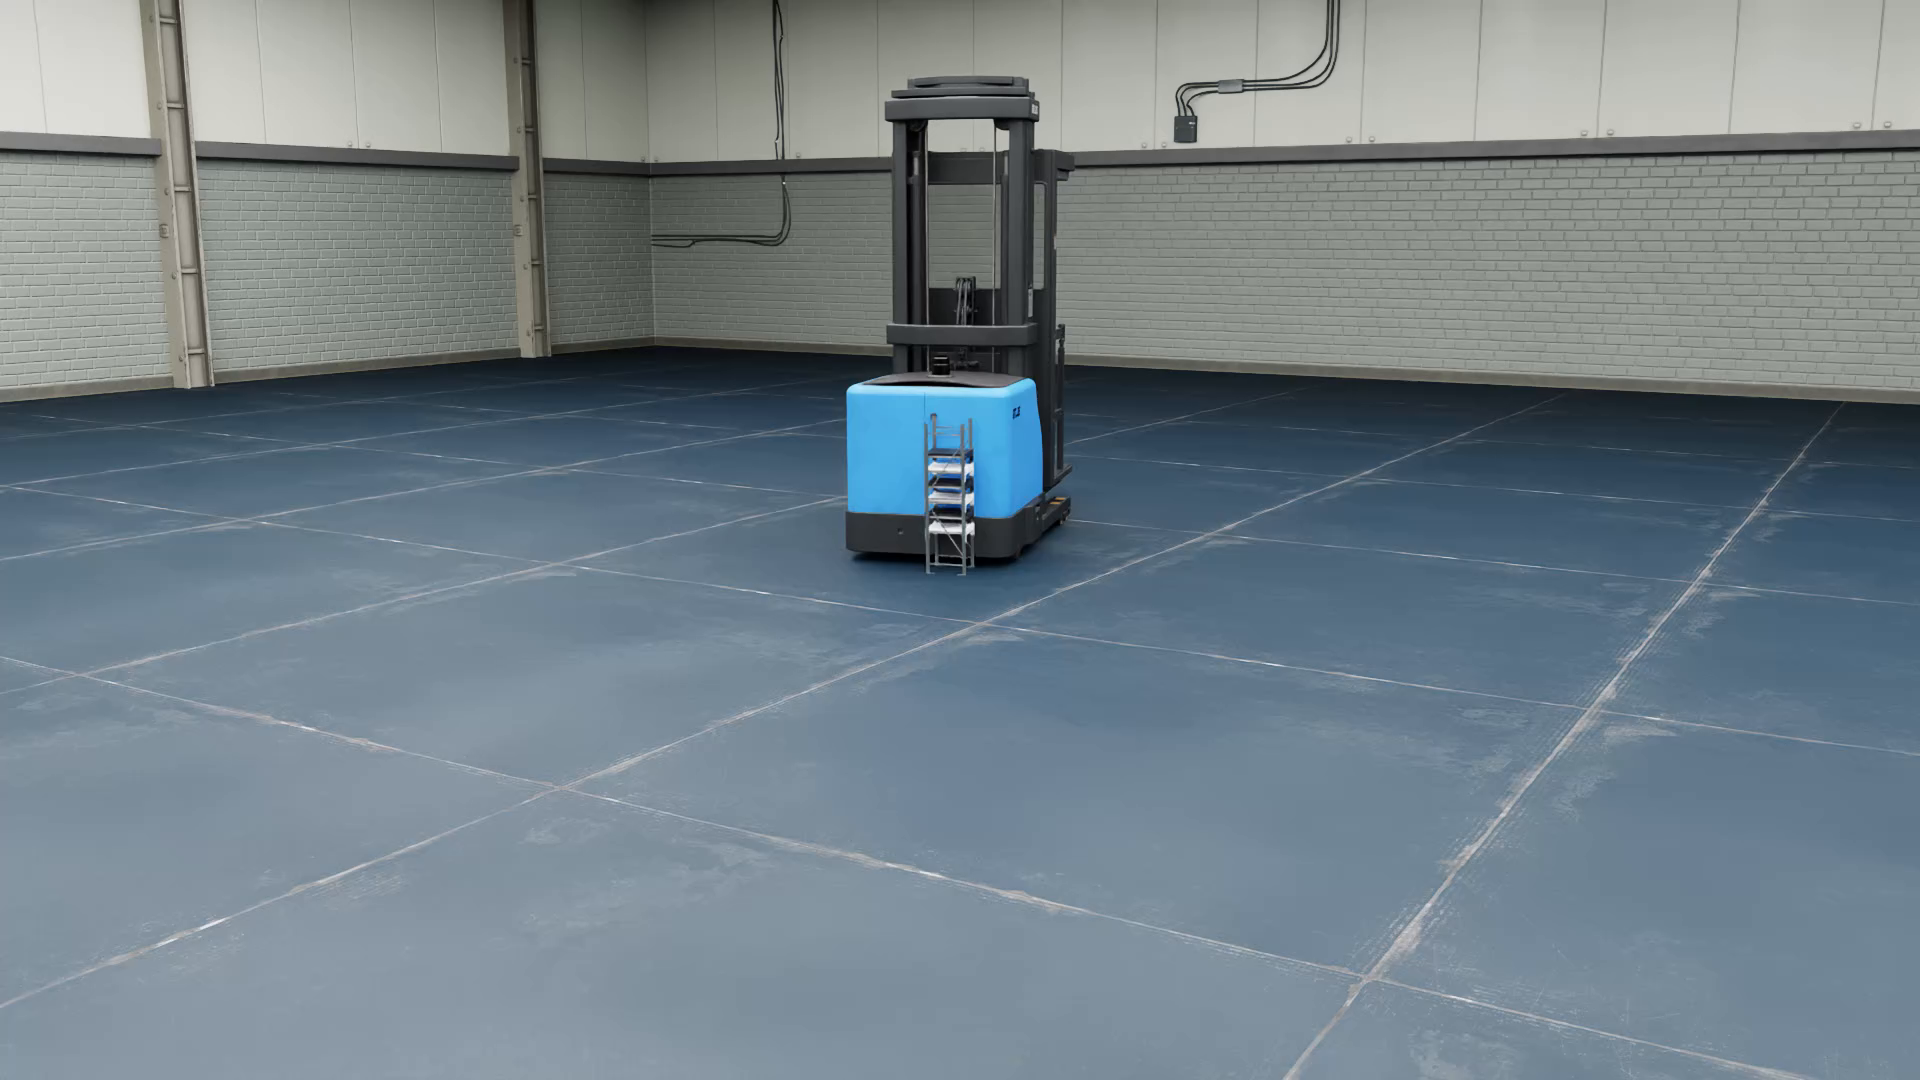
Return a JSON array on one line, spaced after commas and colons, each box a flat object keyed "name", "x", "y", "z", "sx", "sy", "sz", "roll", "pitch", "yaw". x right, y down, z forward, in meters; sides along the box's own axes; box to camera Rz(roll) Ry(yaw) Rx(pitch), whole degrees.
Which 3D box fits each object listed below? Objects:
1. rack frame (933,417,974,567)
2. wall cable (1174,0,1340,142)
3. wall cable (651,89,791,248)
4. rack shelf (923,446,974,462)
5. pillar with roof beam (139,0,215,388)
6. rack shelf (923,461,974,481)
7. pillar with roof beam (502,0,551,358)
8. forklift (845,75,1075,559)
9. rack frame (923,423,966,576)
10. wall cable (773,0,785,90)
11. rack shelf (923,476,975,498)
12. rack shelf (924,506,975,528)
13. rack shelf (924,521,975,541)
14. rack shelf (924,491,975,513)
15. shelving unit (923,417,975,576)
[{"name": "rack frame", "x": -0.038, "y": -0.281, "z": 9.863, "sx": 0.240, "sy": 0.900, "sz": 0.006, "roll": 3, "pitch": 14, "yaw": 14}, {"name": "wall cable", "x": 4.009, "y": -8.442, "z": 22.267, "sx": 2.305, "sy": 6.003, "sz": 0.169, "roll": 6, "pitch": 12, "yaw": 31}, {"name": "wall cable", "x": -4.096, "y": -6.154, "z": 27.724, "sx": 3.097, "sy": 2.526, "sz": 0.112, "roll": 6, "pitch": 12, "yaw": 31}, {"name": "rack shelf", "x": -0.066, "y": -0.487, "z": 9.711, "sx": 0.258, "sy": 0.077, "sz": 0.200, "roll": 3, "pitch": 14, "yaw": 14}, {"name": "pillar with roof beam", "x": -6.192, "y": -5.988, "z": 18.401, "sx": 9.100, "sy": 9.000, "sz": 0.400, "roll": 6, "pitch": 12, "yaw": 31}, {"name": "rack shelf", "x": -0.065, "y": -0.400, "z": 9.733, "sx": 0.258, "sy": 0.077, "sz": 0.200, "roll": 3, "pitch": 14, "yaw": 14}, {"name": "pillar with roof beam", "x": -3.076, "y": -6.932, "z": 23.441, "sx": 9.100, "sy": 9.000, "sz": 0.400, "roll": 6, "pitch": 12, "yaw": 31}, {"name": "forklift", "x": 0.152, "y": -1.553, "z": 11.199, "sx": 1.130, "sy": 2.935, "sz": 3.031, "roll": 3, "pitch": 11, "yaw": 14}, {"name": "rack frame", "x": -0.087, "y": -0.233, "z": 9.672, "sx": 0.240, "sy": 0.900, "sz": 0.006, "roll": 3, "pitch": 14, "yaw": 14}, {"name": "wall cable", "x": -1.784, "y": -8.378, "z": 25.879, "sx": 3.097, "sy": 2.526, "sz": 0.112, "roll": 6, "pitch": 12, "yaw": 31}, {"name": "rack shelf", "x": -0.063, "y": -0.312, "z": 9.754, "sx": 0.258, "sy": 0.077, "sz": 0.200, "roll": 3, "pitch": 14, "yaw": 14}, {"name": "rack shelf", "x": -0.061, "y": -0.137, "z": 9.797, "sx": 0.258, "sy": 0.077, "sz": 0.200, "roll": 3, "pitch": 14, "yaw": 14}, {"name": "rack shelf", "x": -0.060, "y": -0.050, "z": 9.818, "sx": 0.258, "sy": 0.077, "sz": 0.200, "roll": 3, "pitch": 14, "yaw": 14}, {"name": "rack shelf", "x": -0.062, "y": -0.225, "z": 9.775, "sx": 0.258, "sy": 0.077, "sz": 0.200, "roll": 3, "pitch": 14, "yaw": 14}, {"name": "shelving unit", "x": -0.063, "y": -0.257, "z": 9.767, "sx": 0.258, "sy": 0.900, "sz": 0.210, "roll": 3, "pitch": 14, "yaw": 14}]
